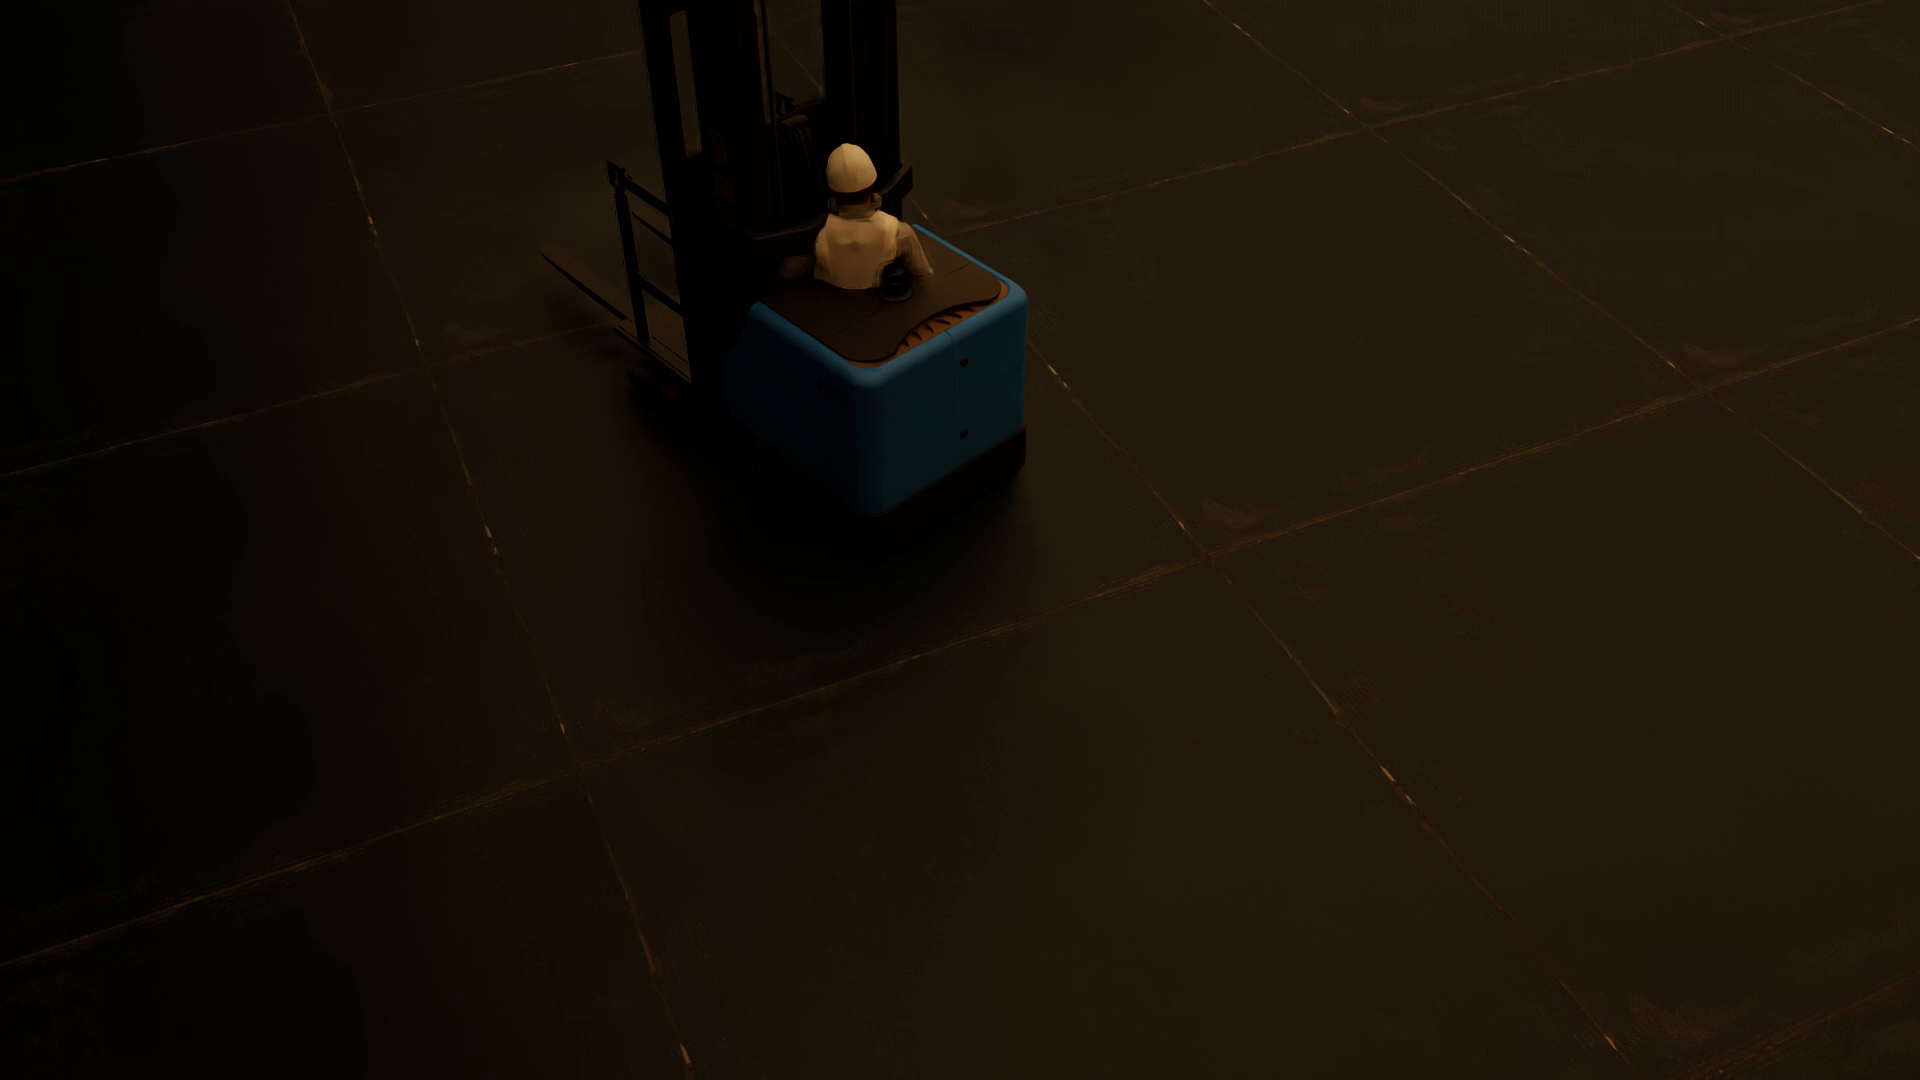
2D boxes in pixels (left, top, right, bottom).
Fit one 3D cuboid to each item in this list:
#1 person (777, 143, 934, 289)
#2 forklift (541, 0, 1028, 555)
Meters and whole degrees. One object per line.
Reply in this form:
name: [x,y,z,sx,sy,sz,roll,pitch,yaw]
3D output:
person: [-0.461,-1.133,7.802,0.796,1.703,0.617,1,43,2]
forklift: [-1.052,-1.919,7.736,1.130,2.935,3.031,-33,52,-30]
